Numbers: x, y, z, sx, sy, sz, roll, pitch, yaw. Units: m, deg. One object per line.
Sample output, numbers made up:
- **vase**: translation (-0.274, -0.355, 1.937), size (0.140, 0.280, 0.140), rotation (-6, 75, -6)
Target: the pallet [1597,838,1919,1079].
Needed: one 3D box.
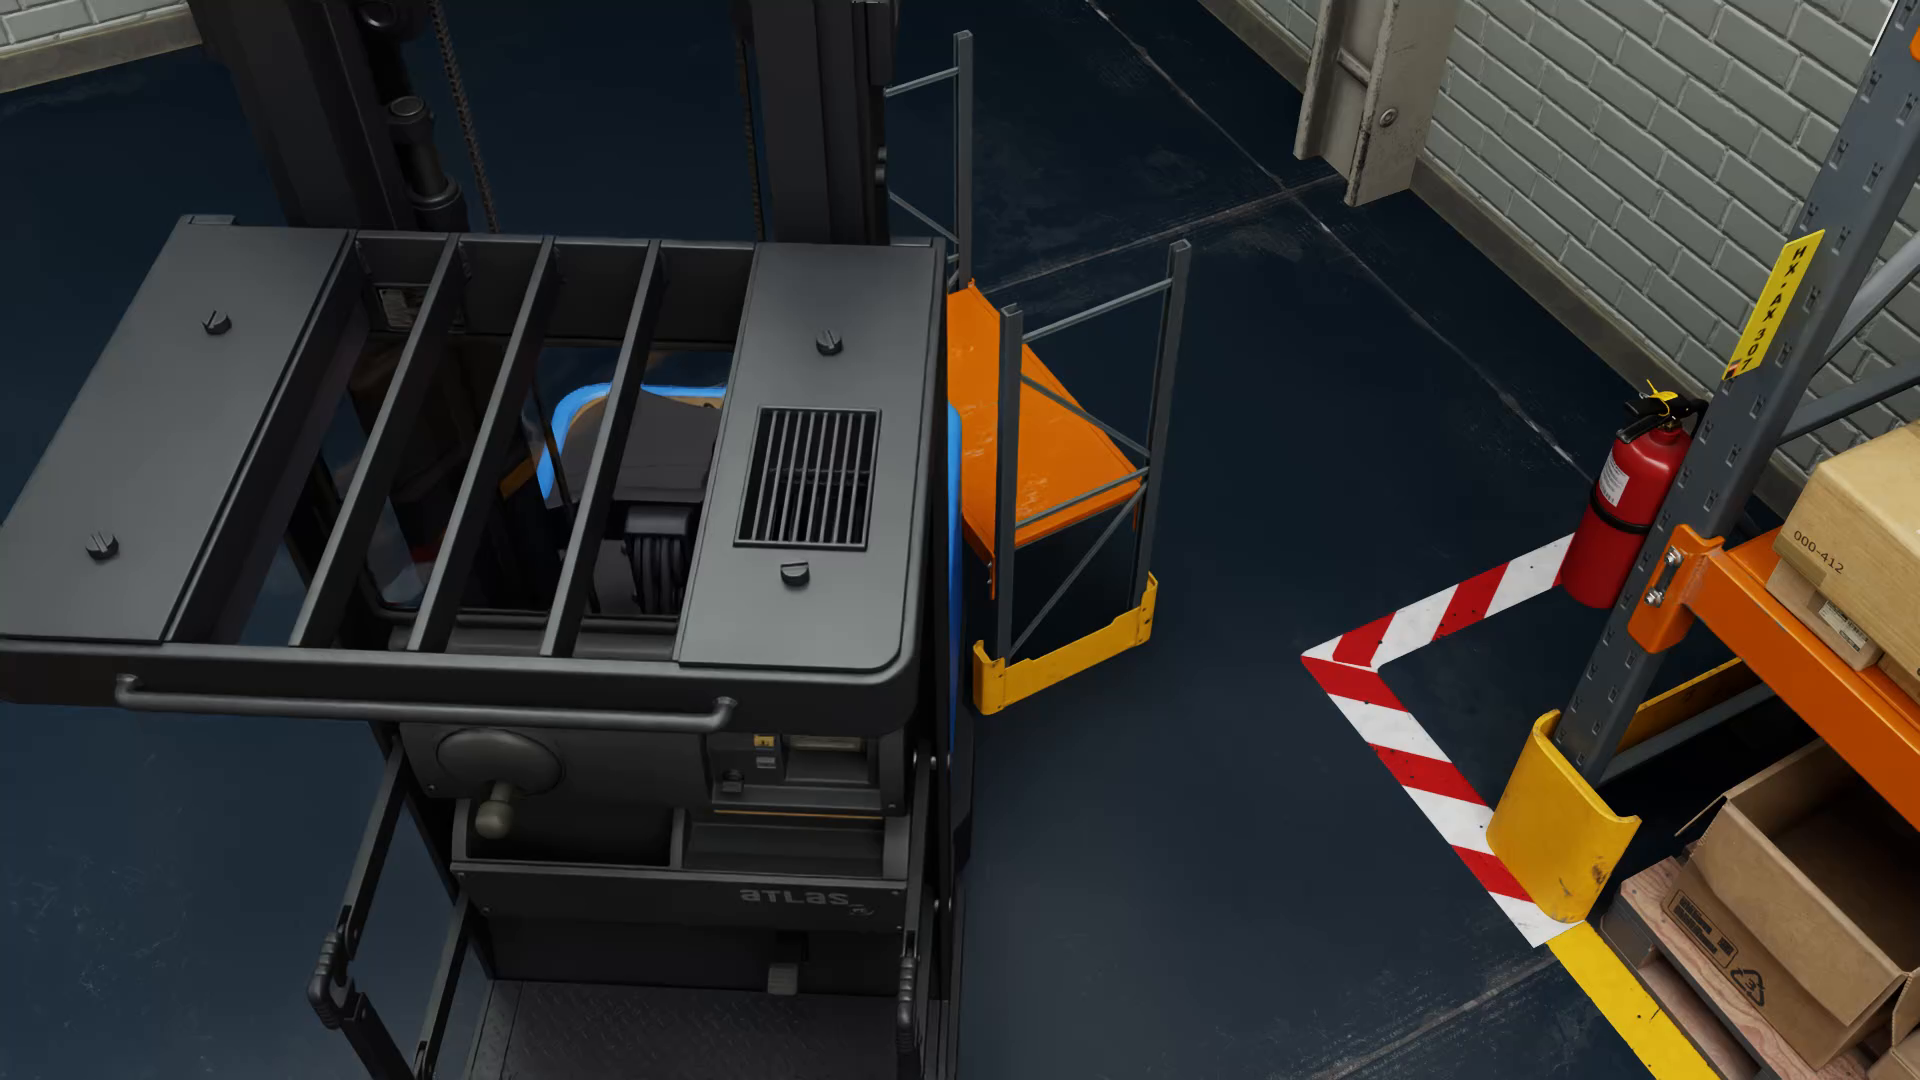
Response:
- **pallet**: translation (2.377, 1.173, 4.084), size (1.003, 0.211, 1.213), rotation (-21, 52, -18)

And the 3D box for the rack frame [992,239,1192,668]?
- **rack frame**: translation (0.314, -0.105, 4.345), size (0.500, 1.500, 0.032), rotation (-23, 53, -19)

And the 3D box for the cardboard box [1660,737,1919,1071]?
- **cardboard box**: translation (2.172, 0.796, 3.940), size (0.797, 0.503, 0.637), rotation (-23, 53, -19)

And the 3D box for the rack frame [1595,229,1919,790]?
- **rack frame**: translation (1.973, -0.328, 3.544), size (0.949, 2.616, 0.053), rotation (-21, 52, -18)

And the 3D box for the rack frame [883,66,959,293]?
- **rack frame**: translation (-0.188, -0.770, 4.927), size (0.475, 1.308, 0.013), rotation (-23, 53, -19)

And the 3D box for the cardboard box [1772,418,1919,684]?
- **cardboard box**: translation (1.944, 0.018, 3.143), size (0.500, 0.250, 0.500), rotation (-21, 52, -17)

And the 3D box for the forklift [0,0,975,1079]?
- **forklift**: translation (-0.573, 0.466, 2.895), size (1.130, 2.935, 3.031), rotation (2, 49, 2)

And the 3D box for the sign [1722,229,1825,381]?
- **sign**: translation (1.494, -0.428, 3.056), size (0.100, 0.325, 0.005), rotation (-21, 52, -18)

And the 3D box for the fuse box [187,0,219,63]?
- **fuse box**: translation (-3.102, -2.585, 6.374), size (0.539, 1.711, 0.414), rotation (-21, 52, -18)

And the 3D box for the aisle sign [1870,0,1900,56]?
- **aisle sign**: translation (1.684, -1.130, 2.518), size (0.394, 0.787, 0.004), rotation (-21, 52, -18)

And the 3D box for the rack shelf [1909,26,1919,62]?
- **rack shelf**: translation (2.891, 0.258, 1.516), size (1.077, 0.370, 4.000), rotation (-21, 52, -18)

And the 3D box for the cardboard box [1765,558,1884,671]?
- **cardboard box**: translation (1.883, 0.068, 3.365), size (0.380, 0.149, 0.250), rotation (-22, 52, -18)

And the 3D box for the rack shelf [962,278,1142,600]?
- **rack shelf**: translation (0.062, -0.319, 4.772), size (0.538, 0.185, 1.000), rotation (-23, 53, -19)

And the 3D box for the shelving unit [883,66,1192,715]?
- **shelving unit**: translation (0.057, -0.443, 4.641), size (0.587, 1.500, 1.083), rotation (-23, 53, -19)

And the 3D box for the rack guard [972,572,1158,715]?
- **rack guard**: translation (0.304, 0.294, 4.827), size (0.587, 0.250, 0.087), rotation (-23, 53, -19)

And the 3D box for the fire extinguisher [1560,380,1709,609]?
- **fire extinguisher**: translation (1.498, -0.121, 3.662), size (0.296, 0.674, 0.183), rotation (-21, 52, -18)
